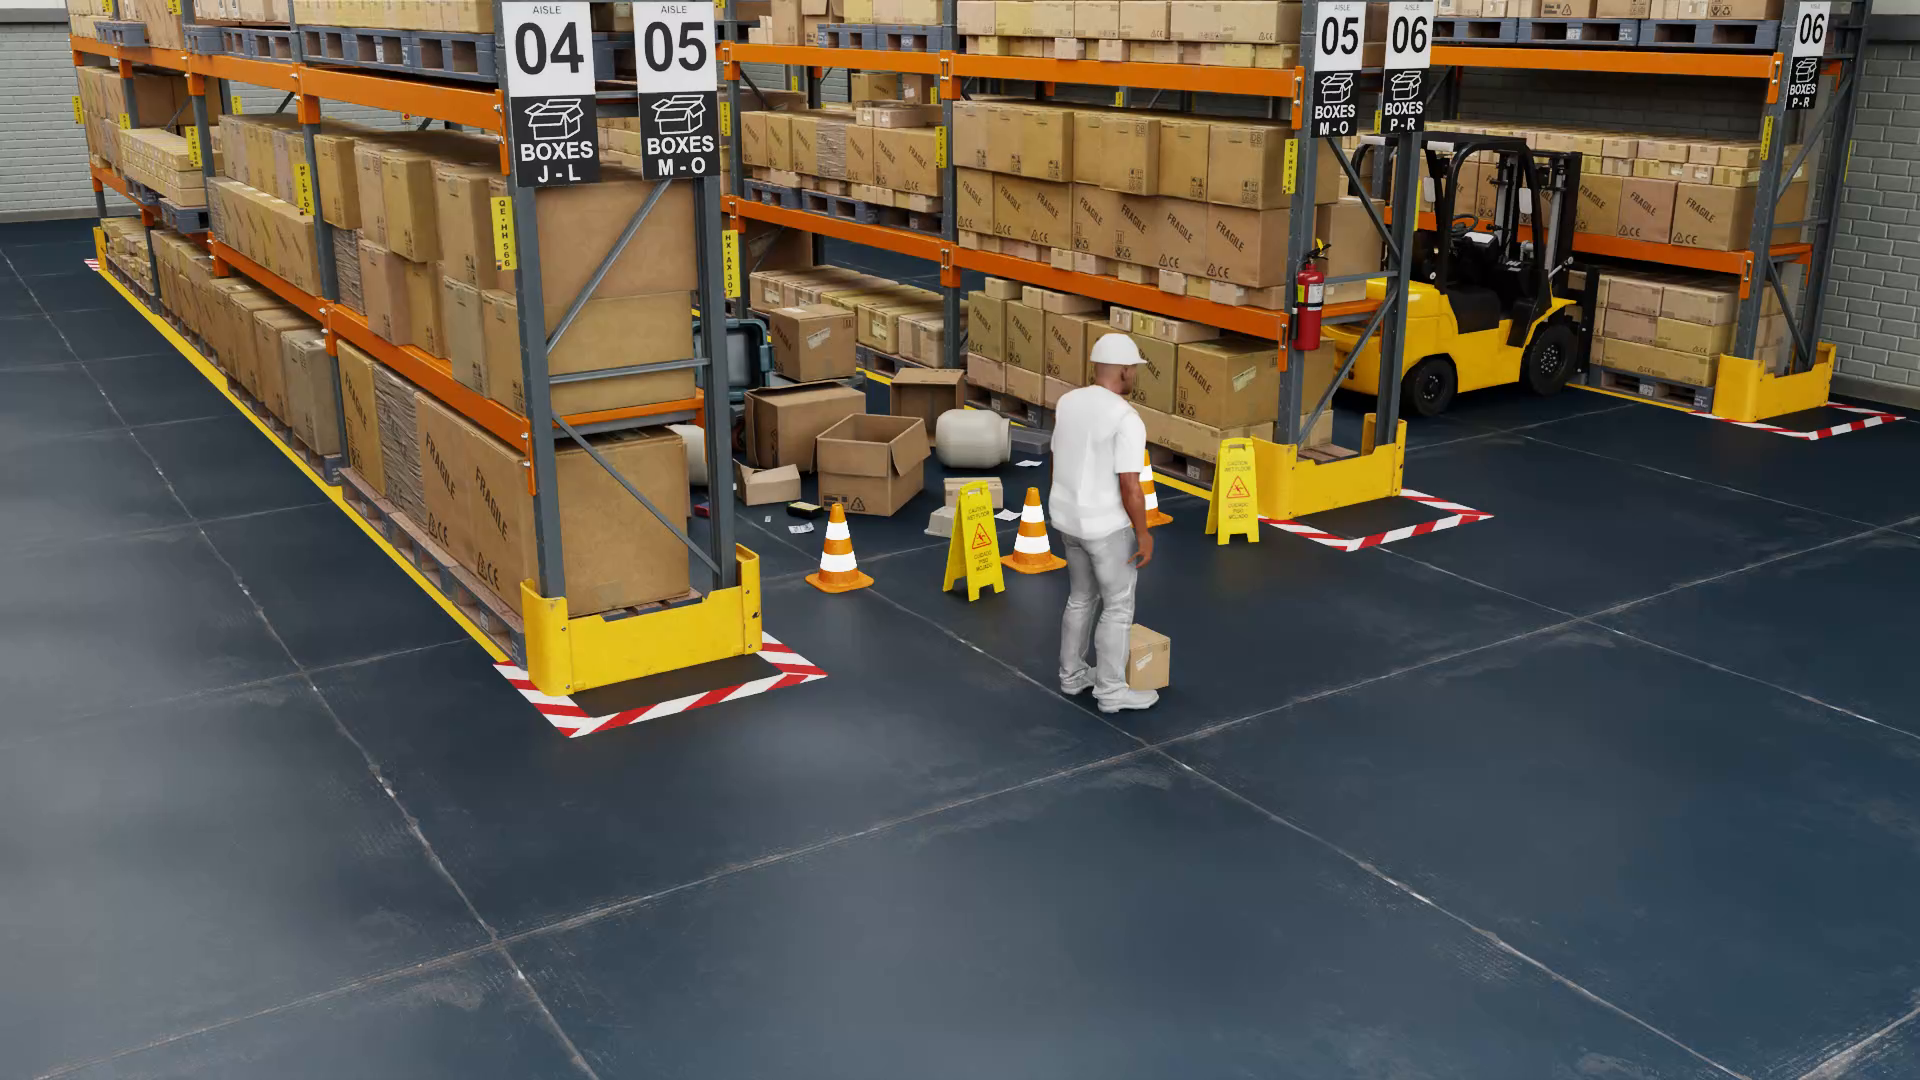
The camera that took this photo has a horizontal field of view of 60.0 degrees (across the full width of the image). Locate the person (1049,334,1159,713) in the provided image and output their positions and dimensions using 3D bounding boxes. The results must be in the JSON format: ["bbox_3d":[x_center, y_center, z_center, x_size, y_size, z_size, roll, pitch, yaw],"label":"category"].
[{"bbox_3d":[0.671,-0.089,7.801,0.463,1.760,0.633,-12,21,-32],"label":"person"}]
